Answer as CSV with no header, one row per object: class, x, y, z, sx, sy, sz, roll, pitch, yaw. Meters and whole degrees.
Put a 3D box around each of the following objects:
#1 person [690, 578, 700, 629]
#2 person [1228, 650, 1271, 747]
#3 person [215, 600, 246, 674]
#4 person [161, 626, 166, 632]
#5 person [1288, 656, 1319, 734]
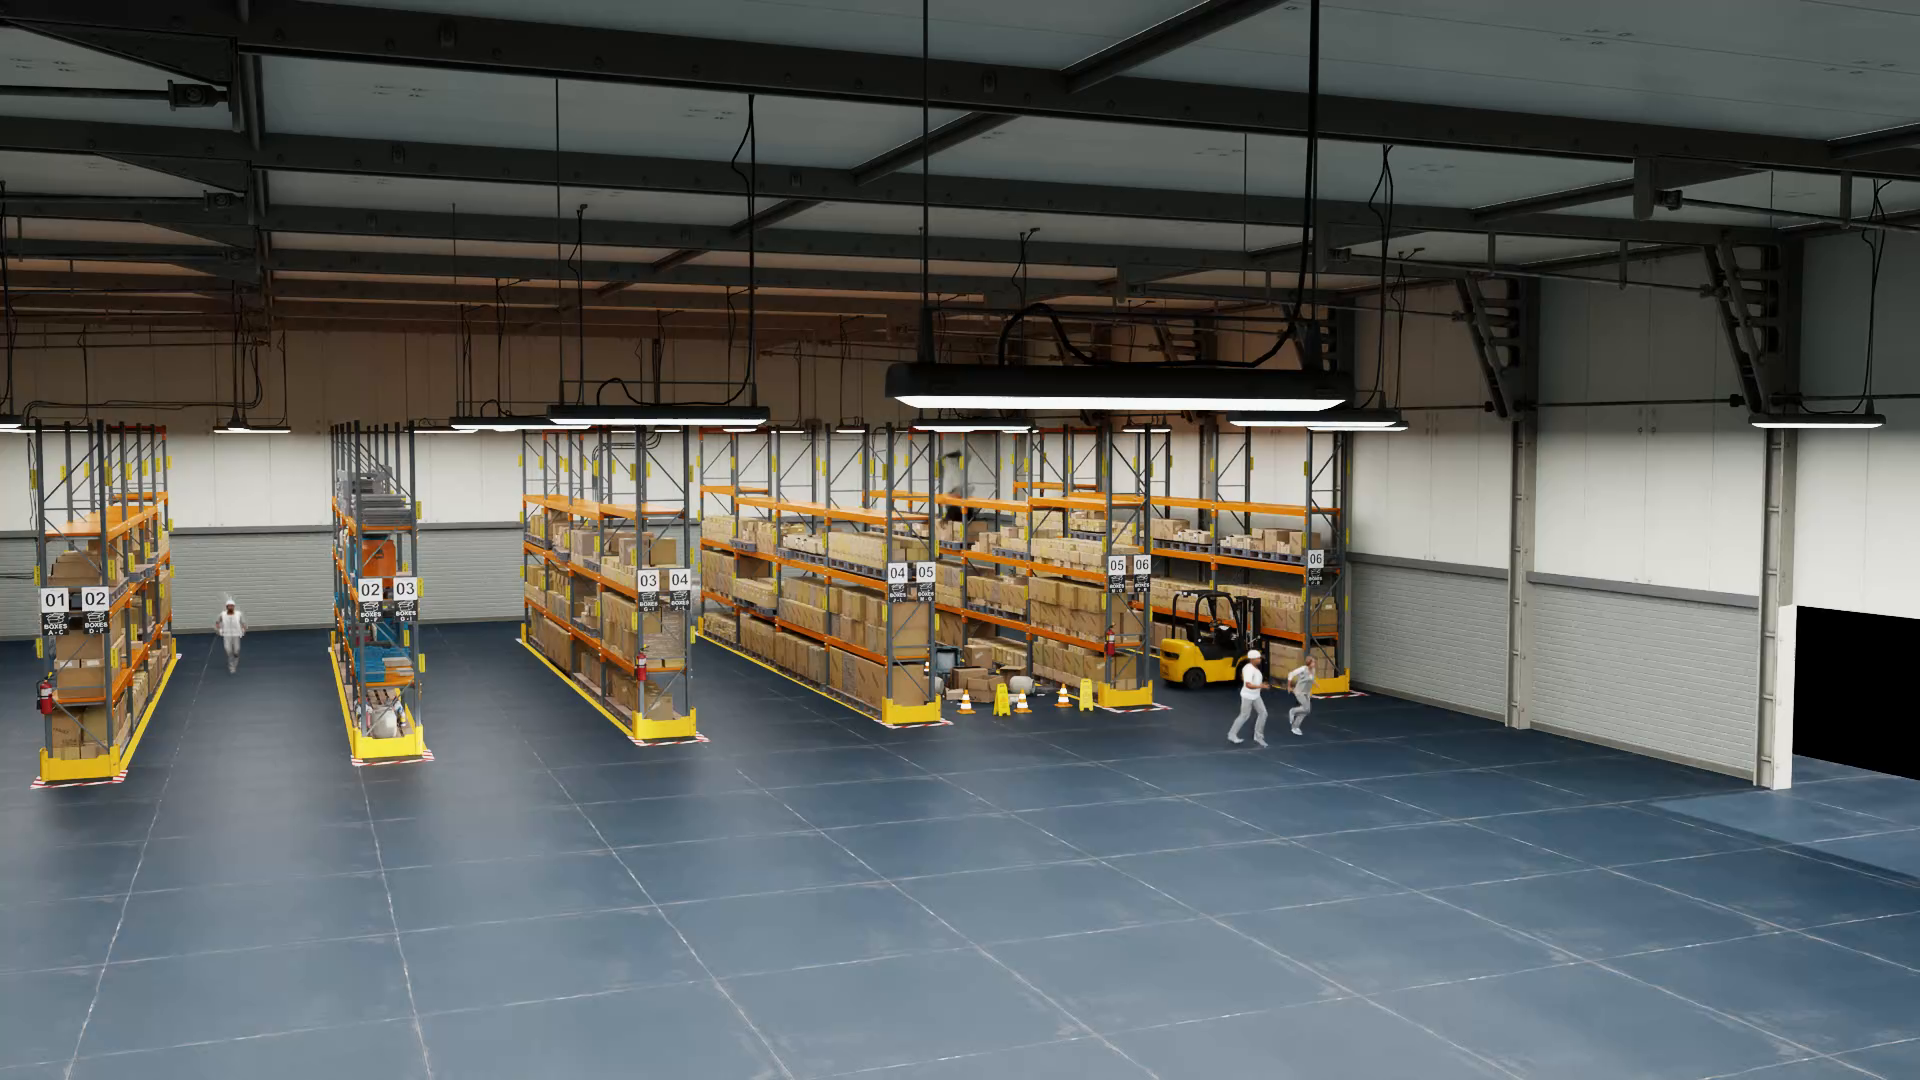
person,-7.939,1.876,49.085,0.638,1.569,0.781,-2,4,-34
person,5.359,2.930,30.666,0.826,1.813,0.629,2,4,30
person,-17.686,2.338,40.348,0.681,1.758,0.778,-2,4,-26
person,-21.239,2.080,43.860,0.911,1.775,0.712,-1,4,-11
person,6.630,2.979,31.929,0.527,1.529,0.609,-3,5,-40
